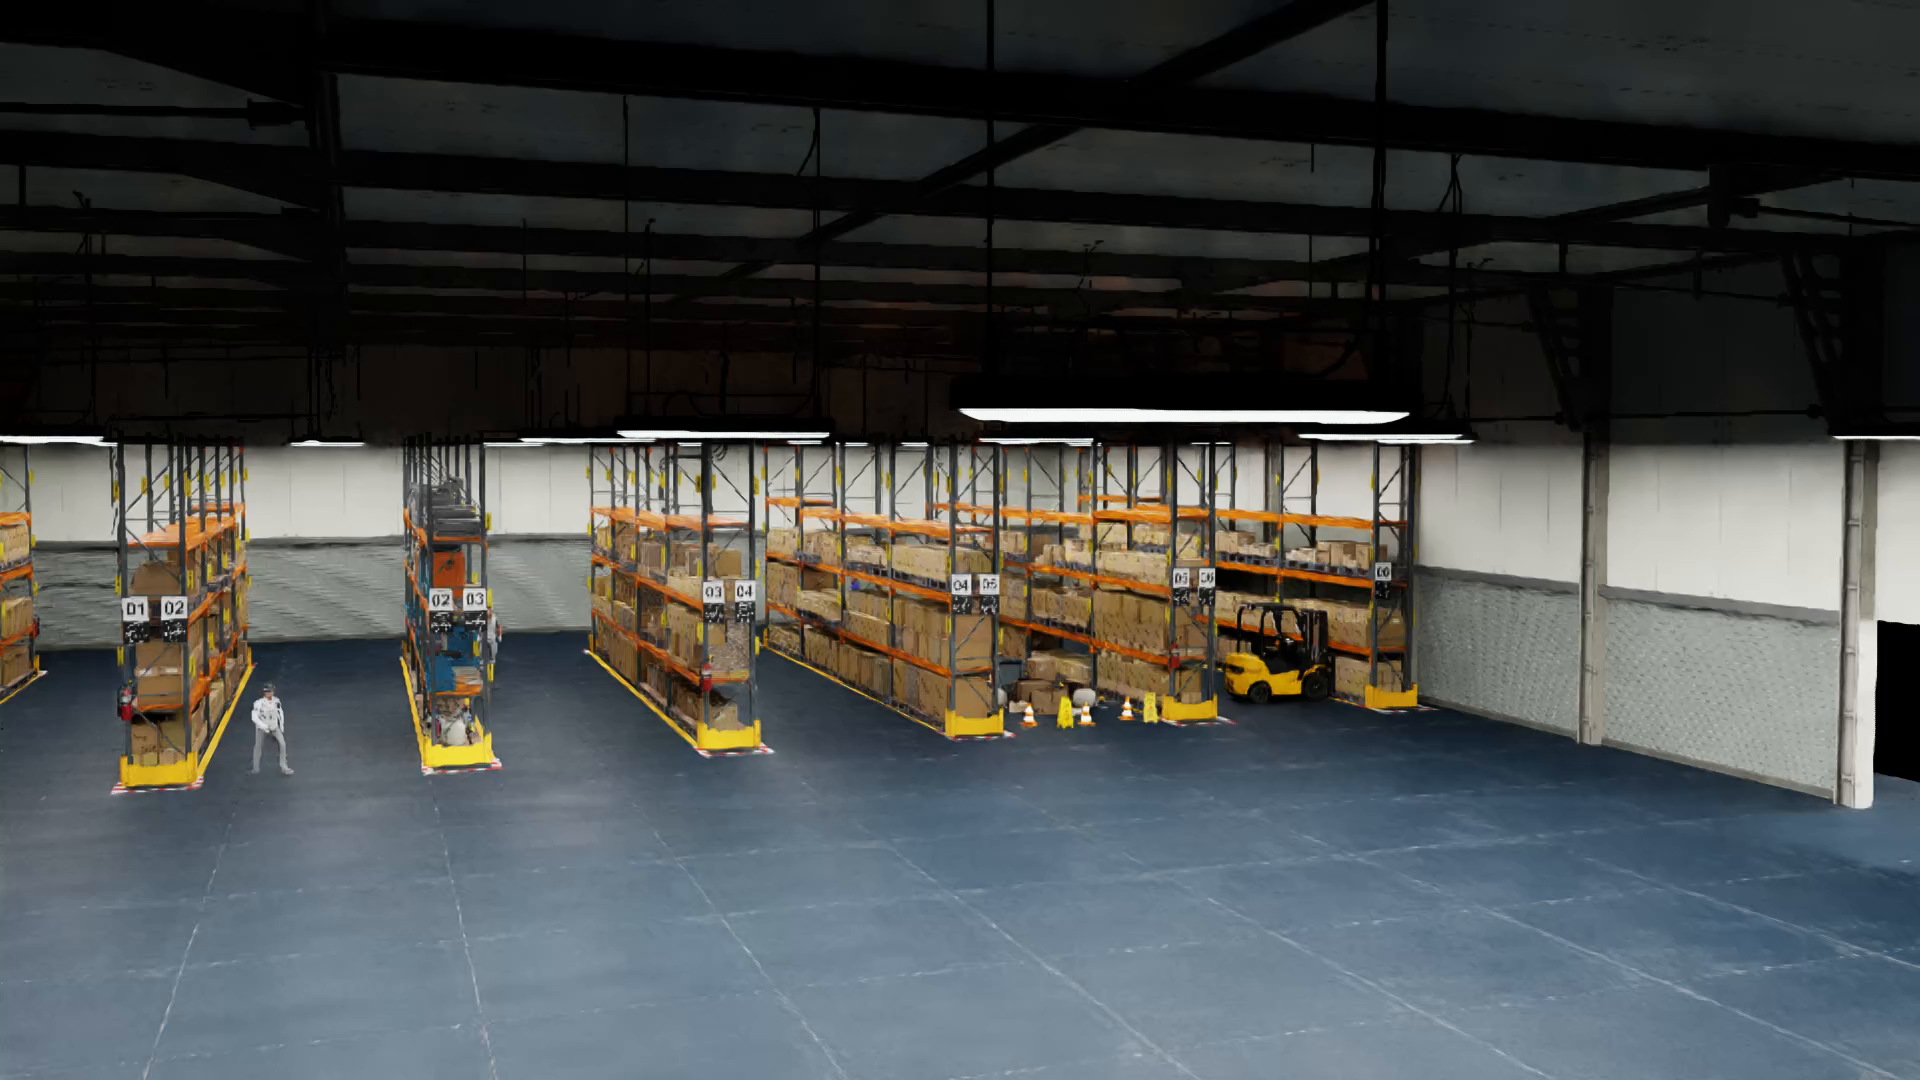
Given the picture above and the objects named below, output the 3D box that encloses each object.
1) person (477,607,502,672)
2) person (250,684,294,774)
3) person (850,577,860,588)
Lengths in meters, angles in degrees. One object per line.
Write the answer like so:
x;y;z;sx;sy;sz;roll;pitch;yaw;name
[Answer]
-12.013;2.515;42.340;0.677;1.742;0.552;-1;3;-23;person
-12.096;3.292;29.139;0.591;1.606;0.798;-2;4;-38;person
-3.314;1.943;53.435;0.488;1.645;0.687;3;4;42;person
